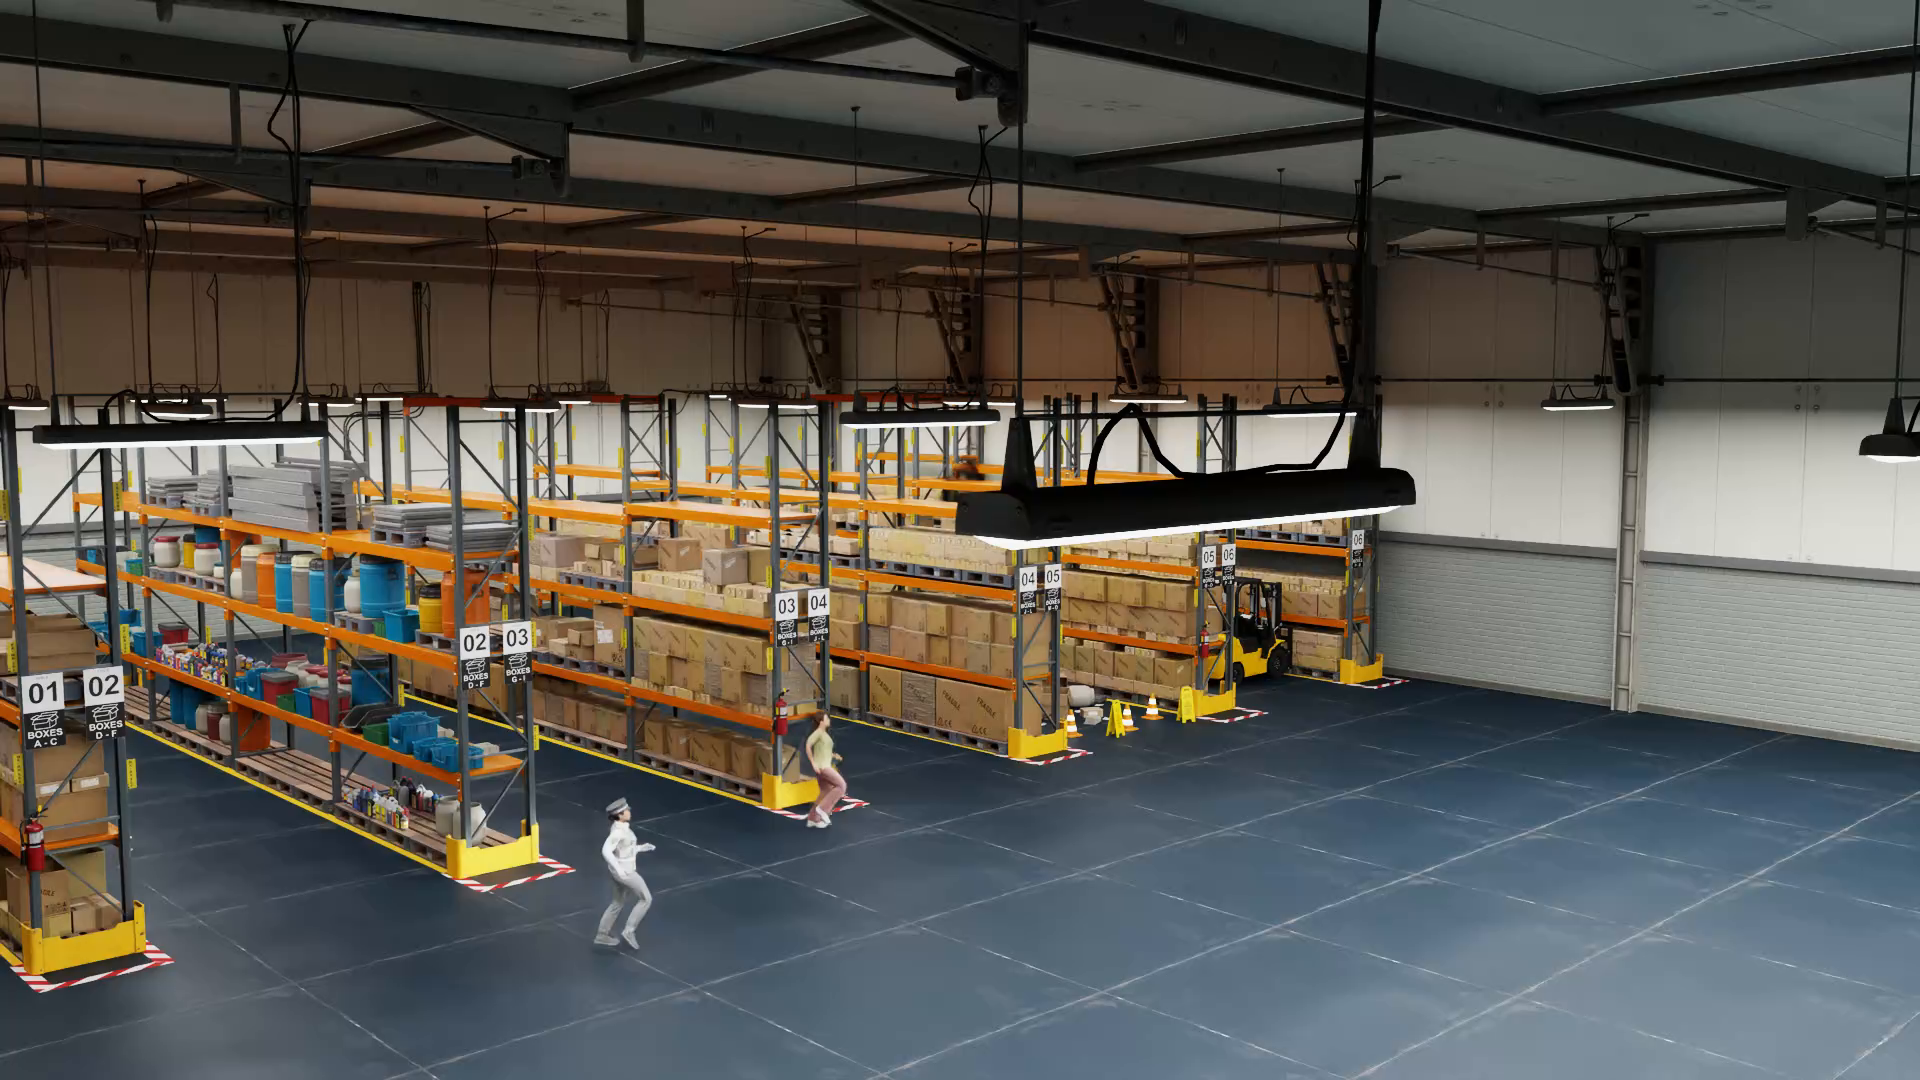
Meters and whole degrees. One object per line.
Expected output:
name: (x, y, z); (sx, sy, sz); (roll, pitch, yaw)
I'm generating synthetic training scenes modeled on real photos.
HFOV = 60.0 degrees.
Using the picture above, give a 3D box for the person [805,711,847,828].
person: (-1.890, 3.237, 23.619); (0.569, 1.615, 0.571); (0, 6, -1)

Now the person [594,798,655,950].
person: (-3.726, 3.706, 18.460); (0.683, 1.712, 0.578); (-2, 6, -22)
